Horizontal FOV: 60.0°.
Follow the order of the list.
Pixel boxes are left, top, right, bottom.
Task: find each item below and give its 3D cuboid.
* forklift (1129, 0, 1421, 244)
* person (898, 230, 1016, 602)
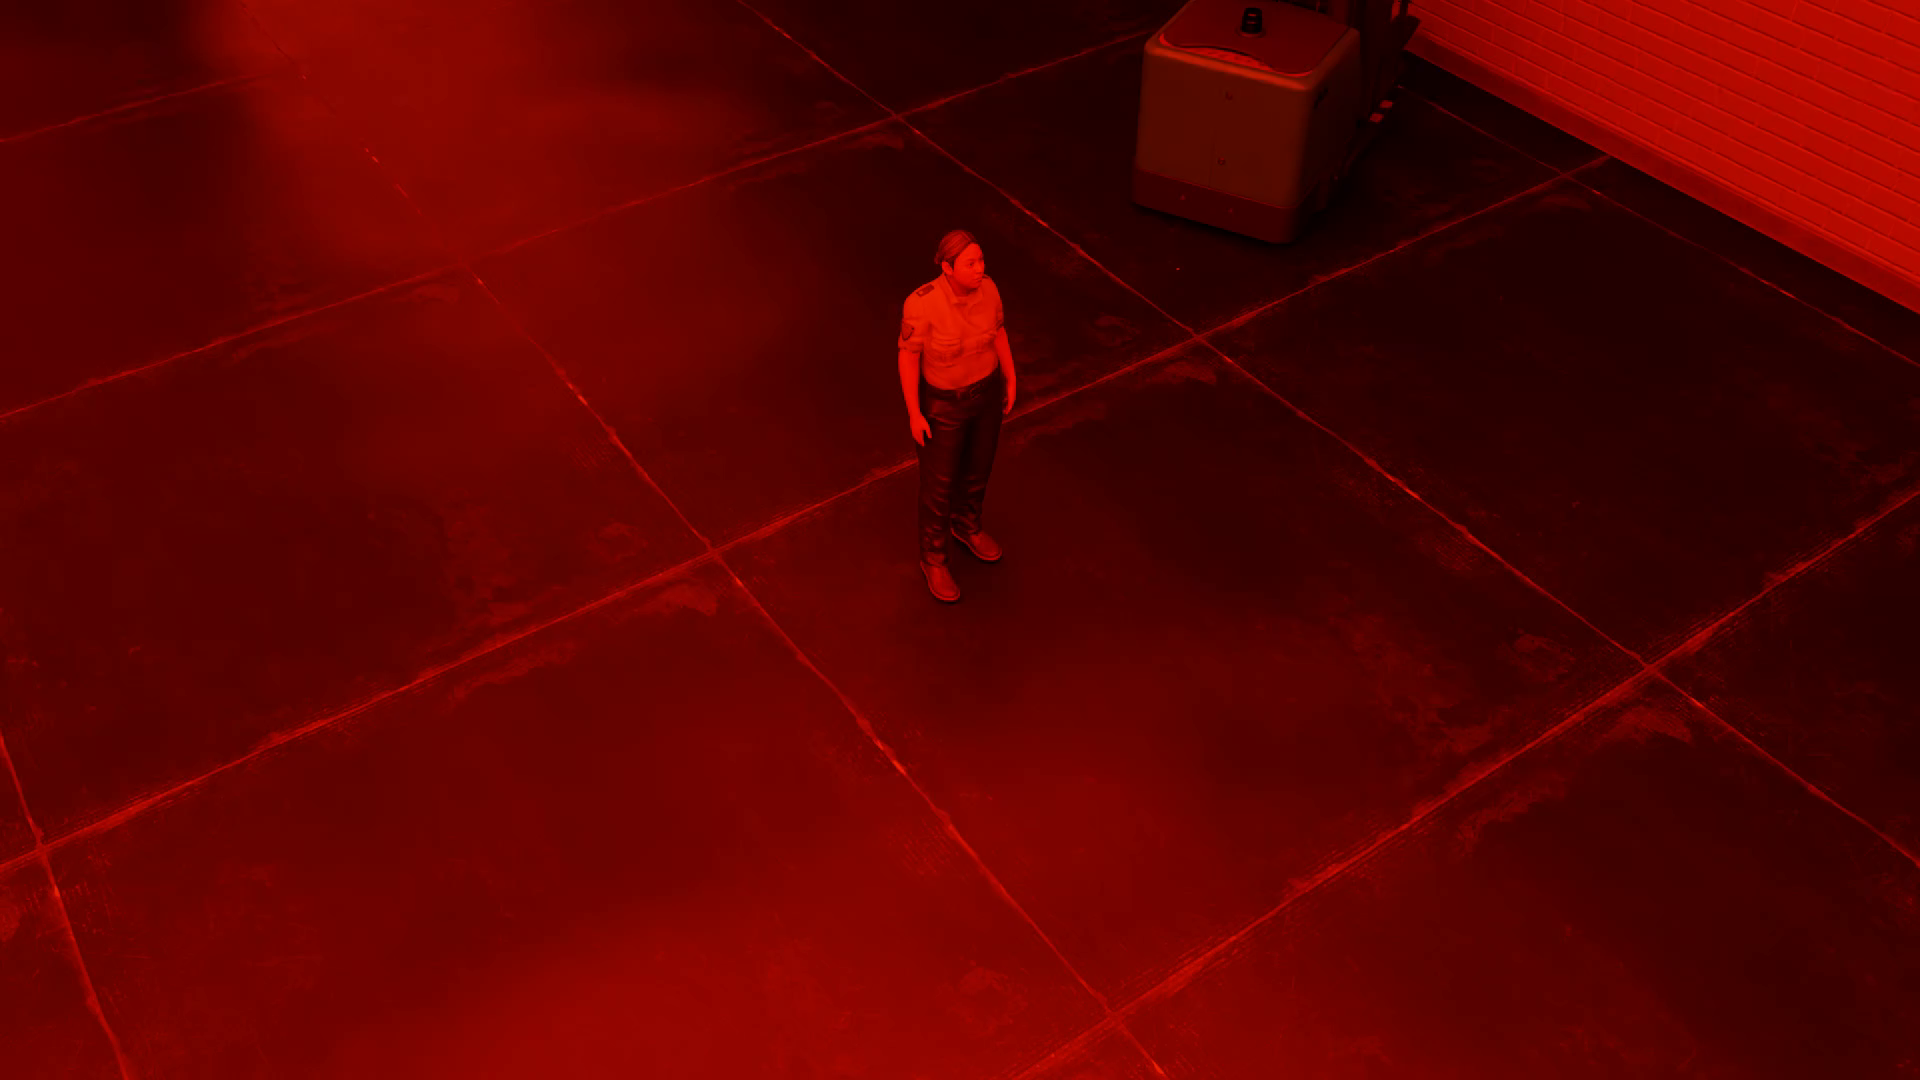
[{"bbox_3d":[2.180,-3.782,9.820,1.130,2.935,3.031,21,47,21],"label":"forklift"},{"bbox_3d":[0.032,-0.553,7.251,0.598,1.651,0.503,-25,48,-25],"label":"person"}]
